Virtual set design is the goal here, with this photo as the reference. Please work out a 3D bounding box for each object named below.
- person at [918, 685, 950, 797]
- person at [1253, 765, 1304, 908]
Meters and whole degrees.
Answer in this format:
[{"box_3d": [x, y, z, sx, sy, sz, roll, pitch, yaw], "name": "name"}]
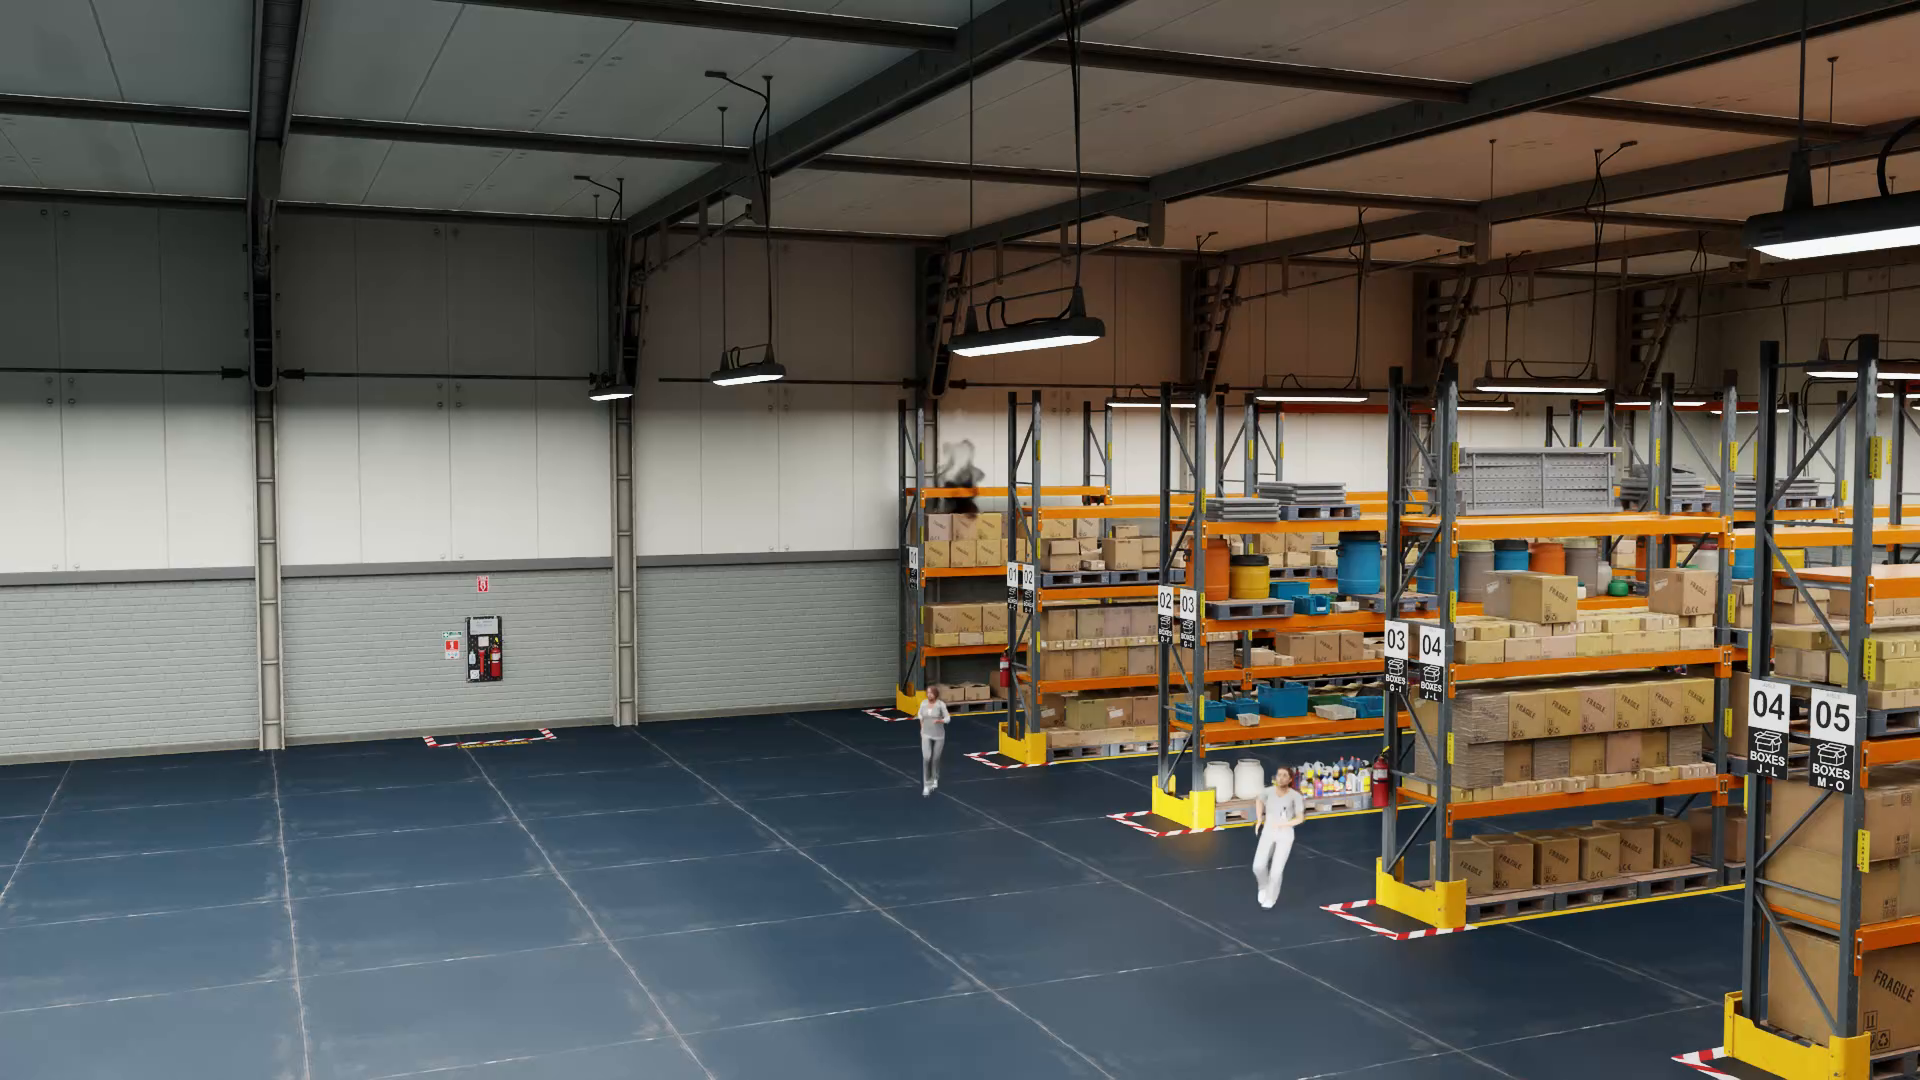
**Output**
[{"box_3d": [-0.386, 2.946, 24.455, 0.507, 1.645, 0.710, 0, 3, 6], "name": "person"}, {"box_3d": [3.493, 3.274, 18.296, 0.562, 1.607, 0.547, 1, 4, 21], "name": "person"}]
